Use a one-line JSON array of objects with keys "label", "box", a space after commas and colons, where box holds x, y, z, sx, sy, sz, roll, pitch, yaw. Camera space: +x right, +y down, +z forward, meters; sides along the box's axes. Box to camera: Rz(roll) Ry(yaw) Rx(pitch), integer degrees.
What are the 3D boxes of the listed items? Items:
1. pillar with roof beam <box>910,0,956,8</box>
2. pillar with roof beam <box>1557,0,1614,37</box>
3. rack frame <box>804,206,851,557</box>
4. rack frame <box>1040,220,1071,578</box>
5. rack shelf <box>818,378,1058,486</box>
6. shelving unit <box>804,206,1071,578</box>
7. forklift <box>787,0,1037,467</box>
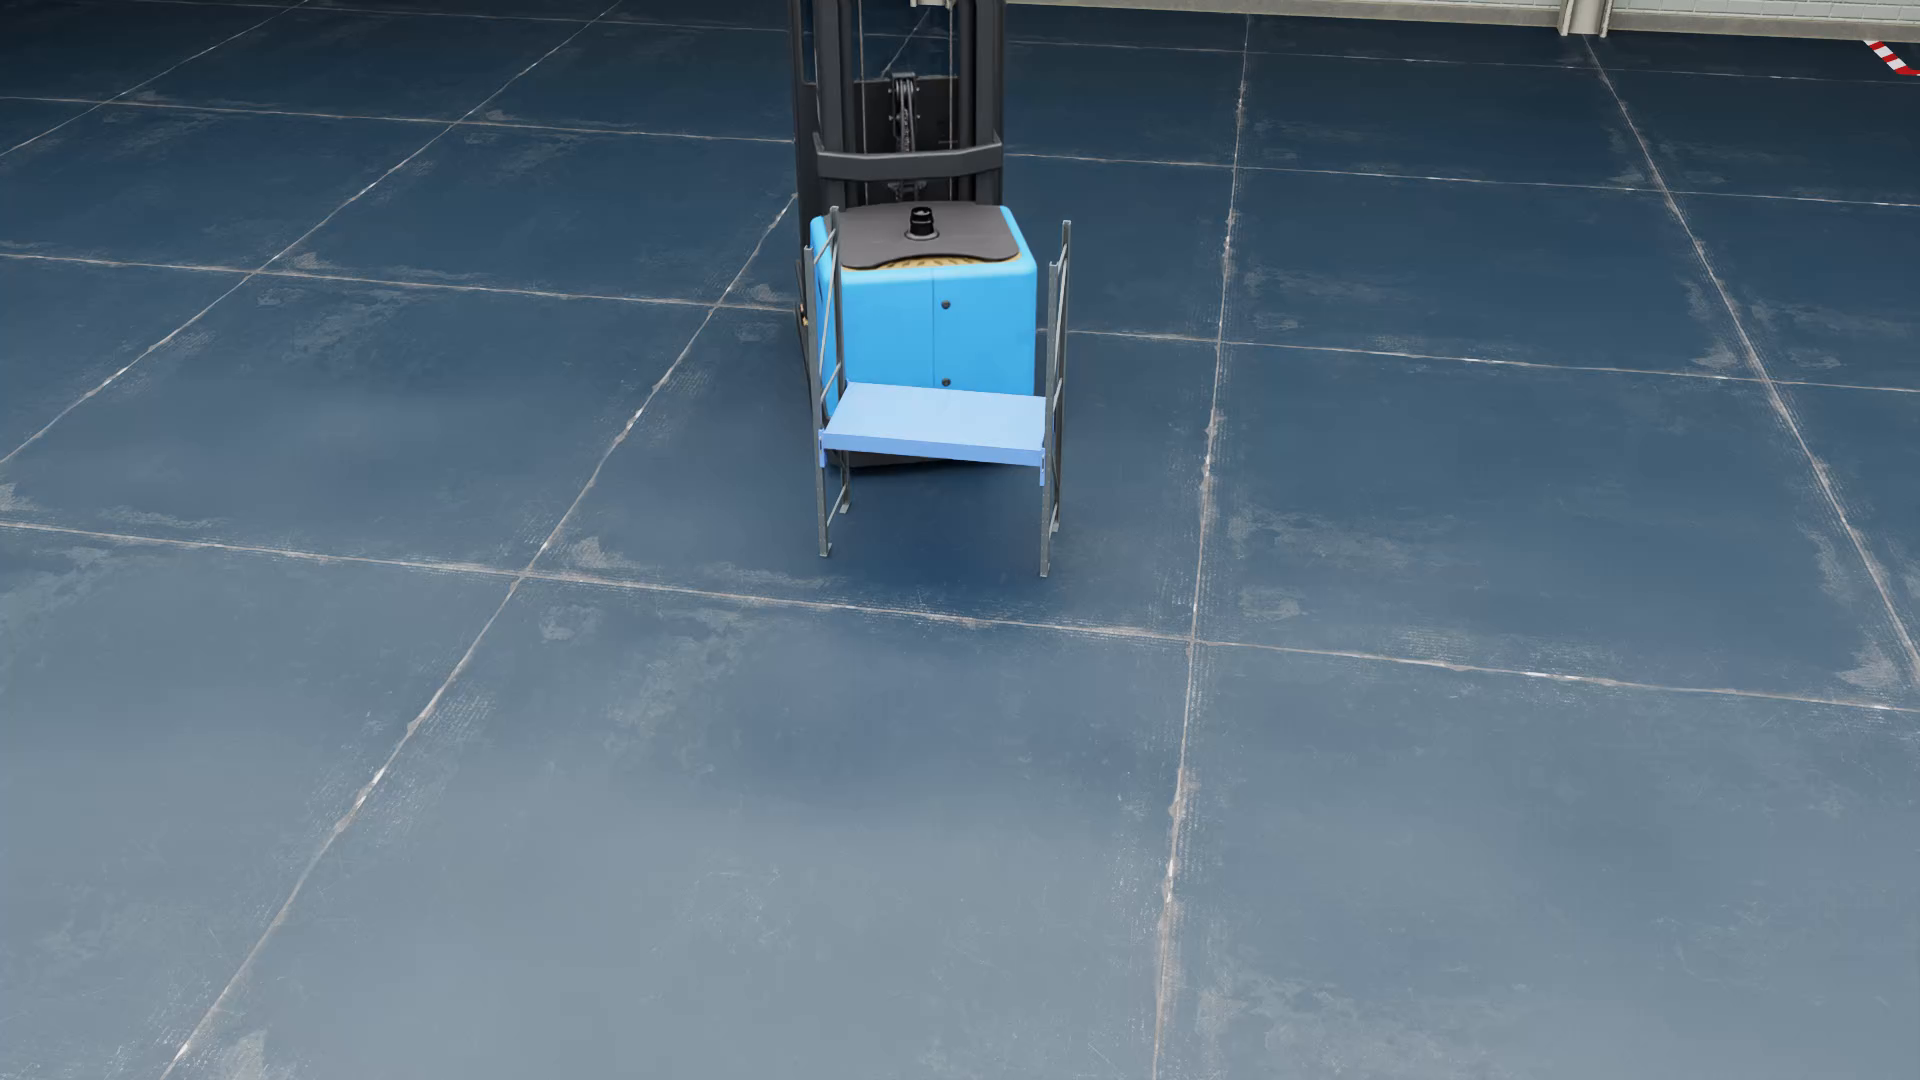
[{"label": "pillar with roof beam", "box": [-0.980, -6.730, 10.021, 0.400, 9.000, 9.100, 5, 32, 8]}, {"label": "pillar with roof beam", "box": [4.935, -6.195, 9.165, 0.400, 9.000, 9.100, 5, 32, 8]}, {"label": "rack frame", "box": [-0.585, -0.689, 7.437, 0.032, 1.500, 0.500, 5, 32, 8]}, {"label": "rack frame", "box": [0.417, -0.598, 7.292, 0.032, 1.500, 0.500, 5, 32, 8]}, {"label": "rack shelf", "box": [-0.084, -0.491, 7.460, 1.000, 0.185, 0.538, 5, 32, 8]}, {"label": "shelving unit", "box": [-0.084, -0.643, 7.364, 1.048, 1.500, 0.538, 5, 32, 8]}, {"label": "forklift", "box": [-0.354, -2.366, 8.768, 1.130, 2.935, 3.031, -5, 32, -7]}]
